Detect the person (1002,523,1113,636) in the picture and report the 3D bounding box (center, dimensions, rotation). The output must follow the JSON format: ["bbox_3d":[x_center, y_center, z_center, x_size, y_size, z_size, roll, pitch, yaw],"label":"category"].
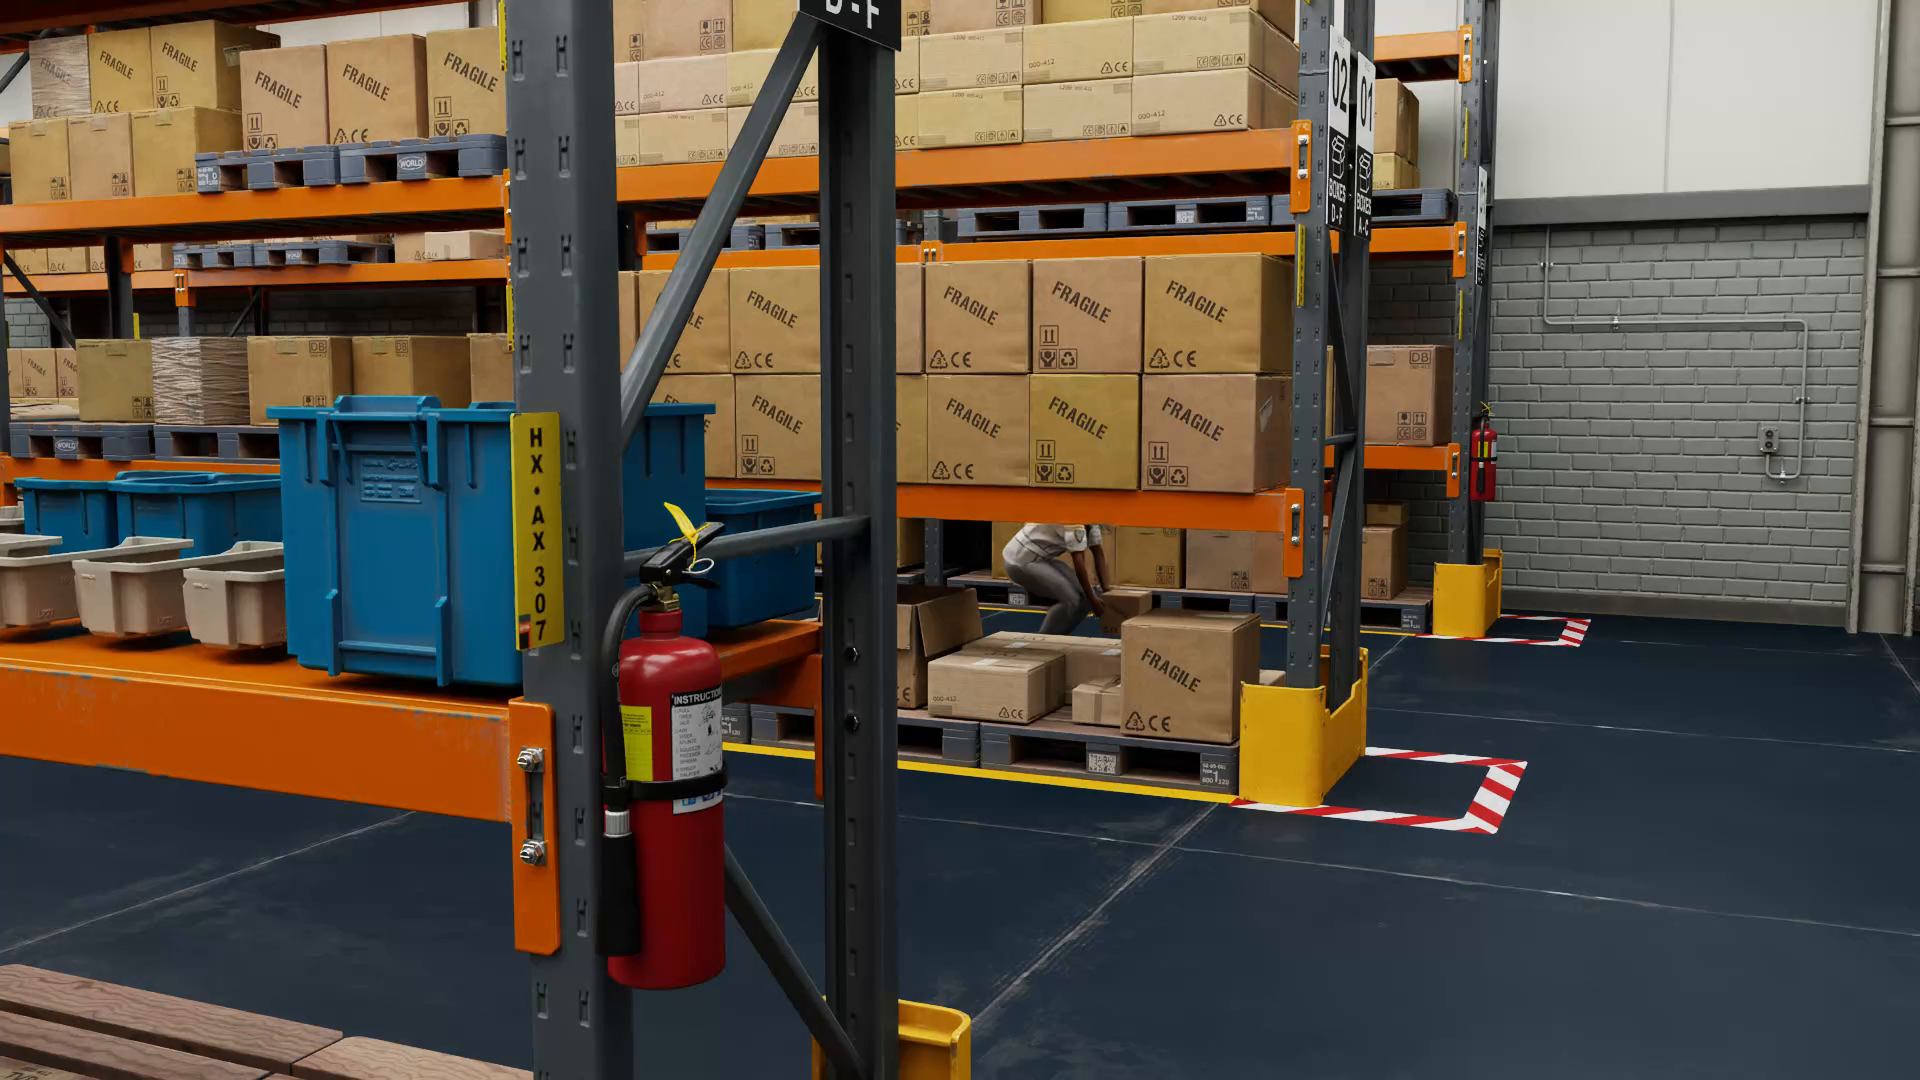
[{"bbox_3d":[0.681,0.179,10.502,0.805,1.170,0.496,2,6,24],"label":"person"}]
